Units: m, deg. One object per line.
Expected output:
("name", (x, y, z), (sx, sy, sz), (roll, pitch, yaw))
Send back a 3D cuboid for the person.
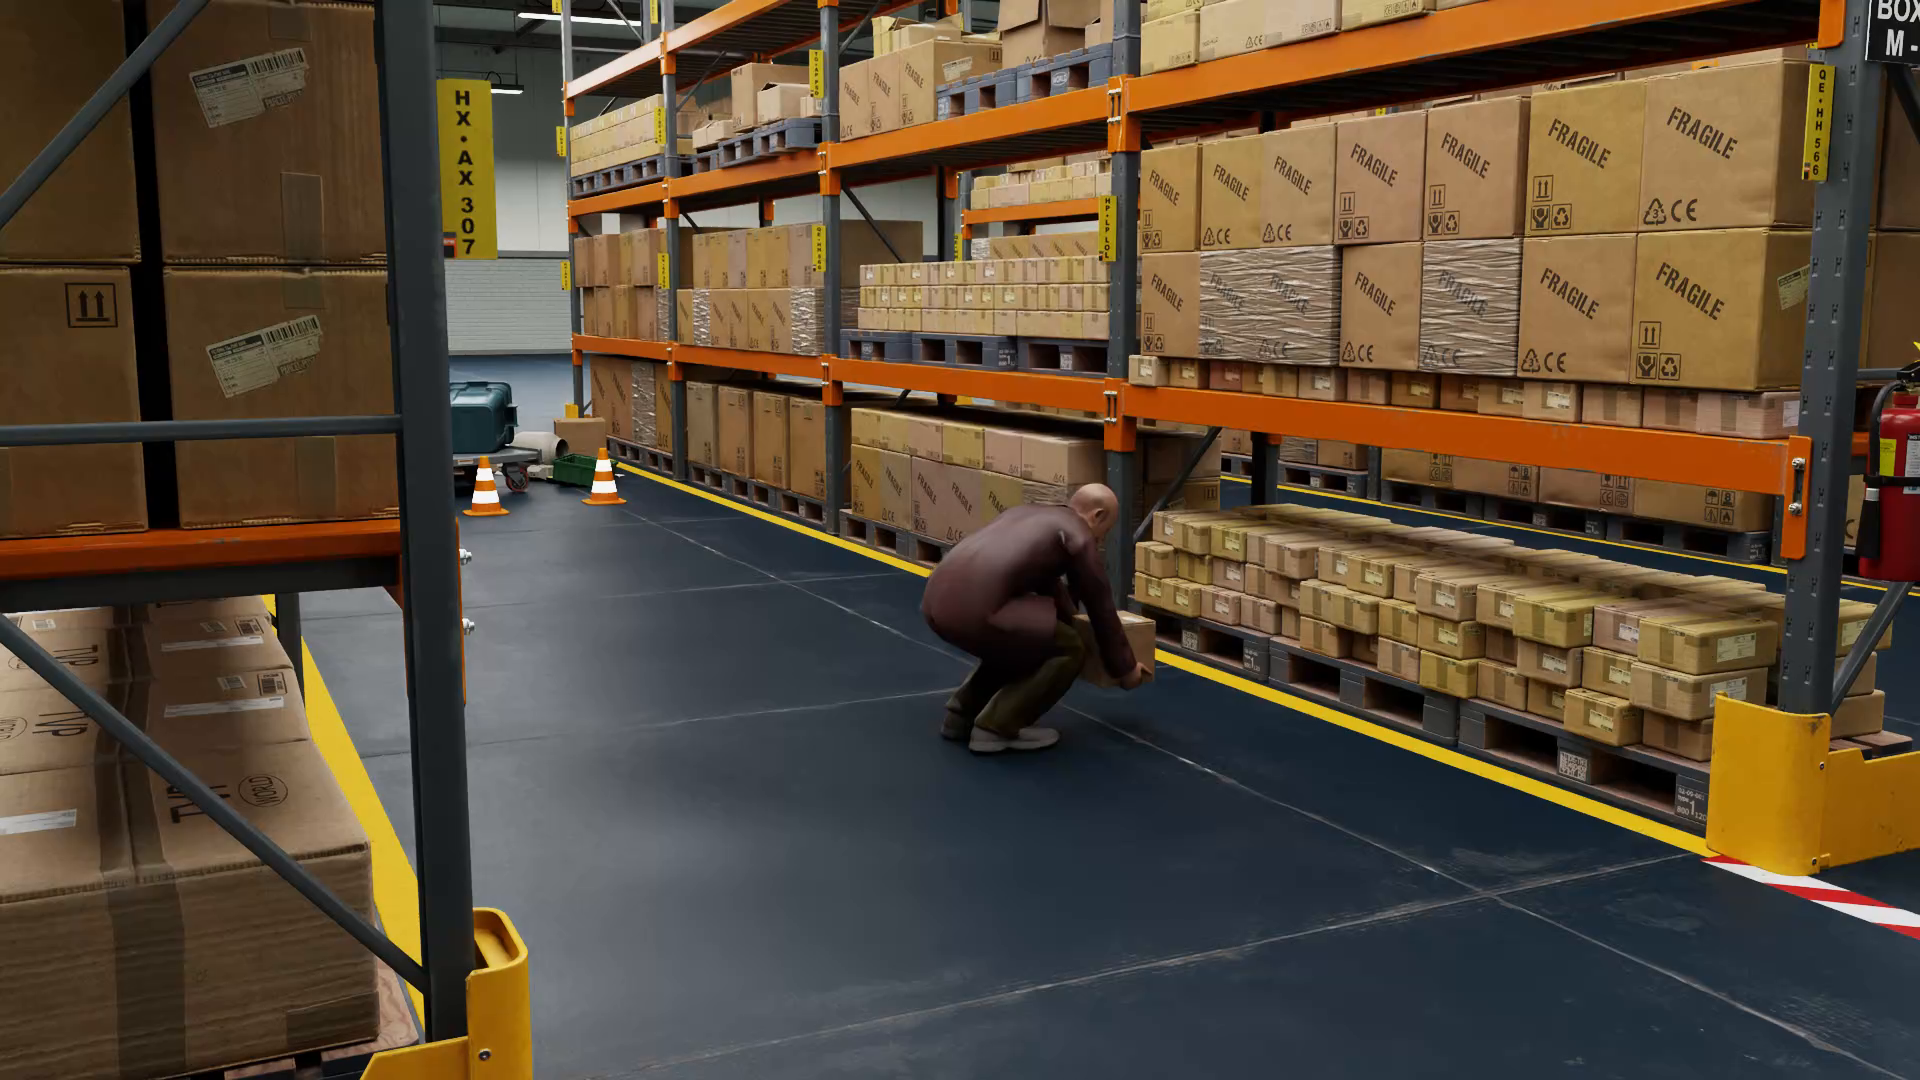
("person", (0.292, 0.293, 6.583), (0.948, 1.000, 0.581), (-4, 9, -27))
